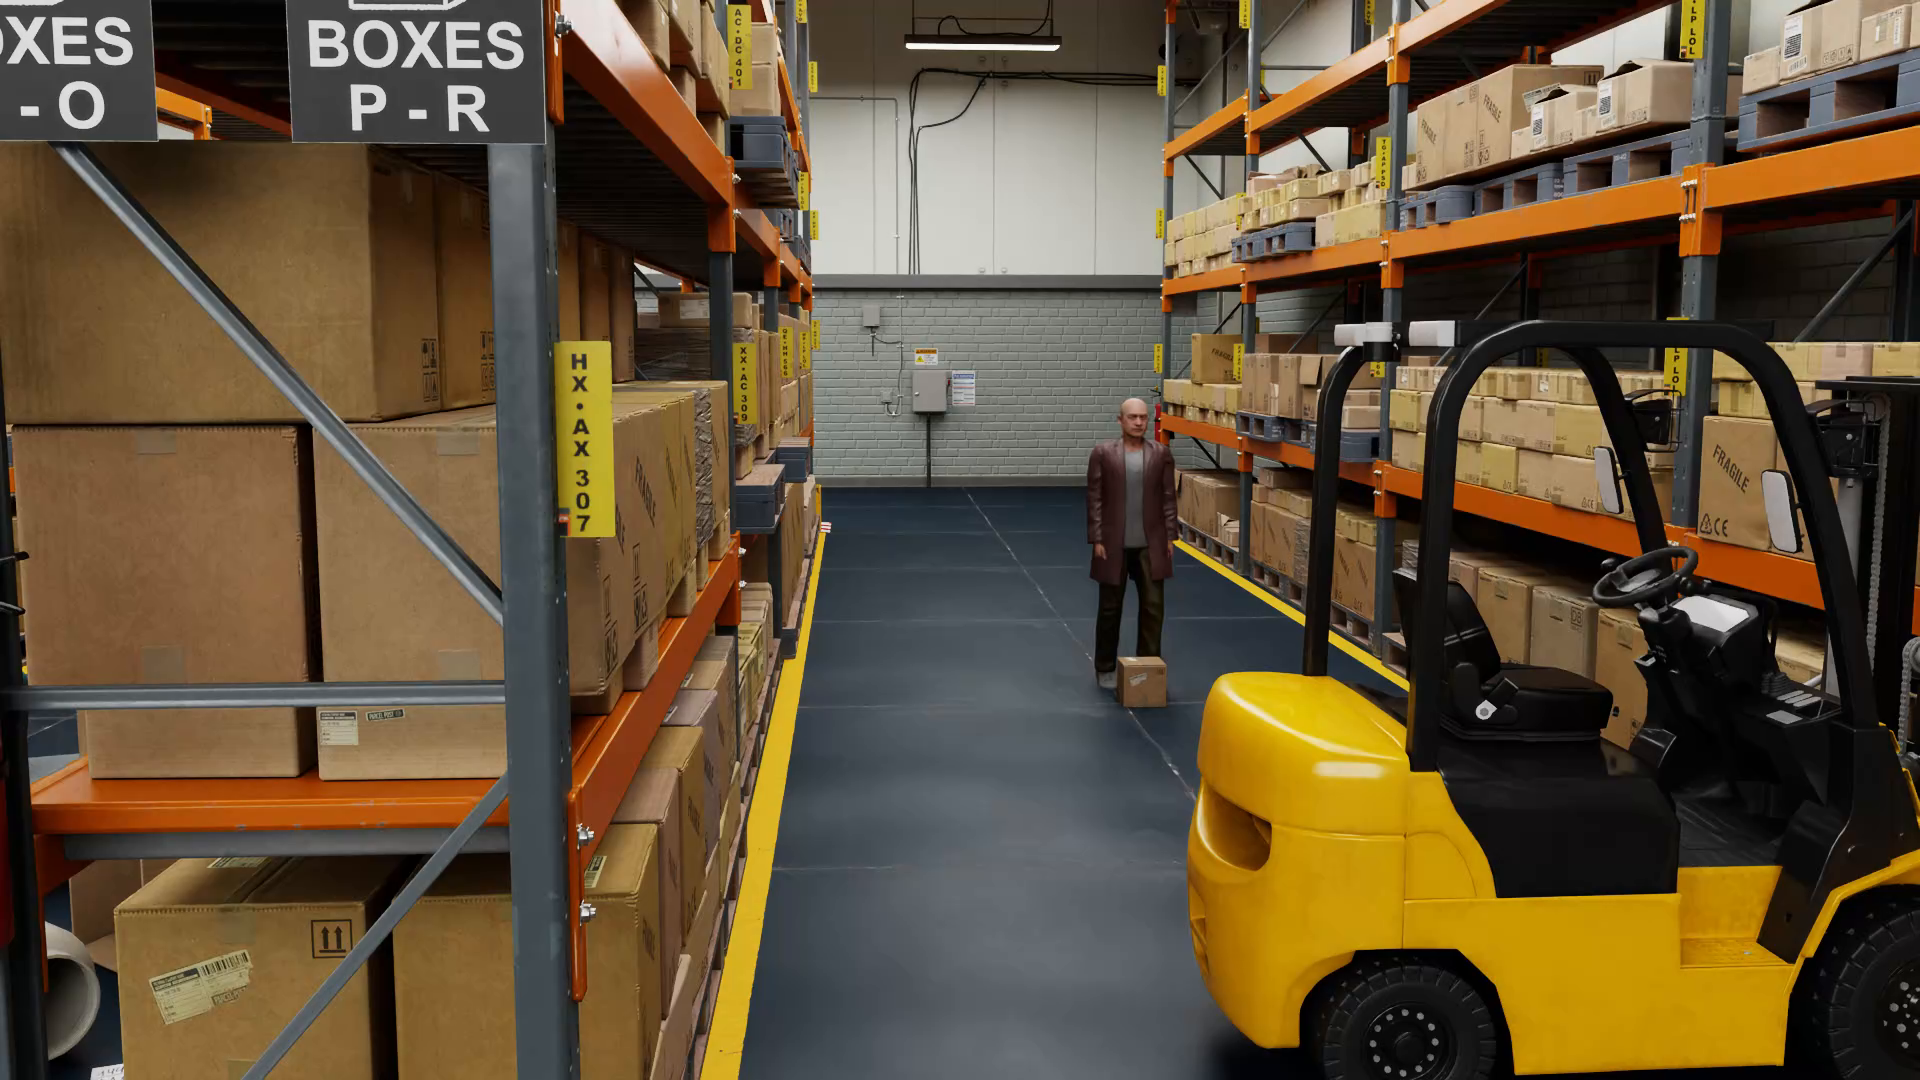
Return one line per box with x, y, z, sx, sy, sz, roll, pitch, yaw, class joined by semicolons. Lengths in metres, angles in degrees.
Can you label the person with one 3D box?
1.056;0.044;10.158;0.565;1.816;0.508;0;7;-2;person
